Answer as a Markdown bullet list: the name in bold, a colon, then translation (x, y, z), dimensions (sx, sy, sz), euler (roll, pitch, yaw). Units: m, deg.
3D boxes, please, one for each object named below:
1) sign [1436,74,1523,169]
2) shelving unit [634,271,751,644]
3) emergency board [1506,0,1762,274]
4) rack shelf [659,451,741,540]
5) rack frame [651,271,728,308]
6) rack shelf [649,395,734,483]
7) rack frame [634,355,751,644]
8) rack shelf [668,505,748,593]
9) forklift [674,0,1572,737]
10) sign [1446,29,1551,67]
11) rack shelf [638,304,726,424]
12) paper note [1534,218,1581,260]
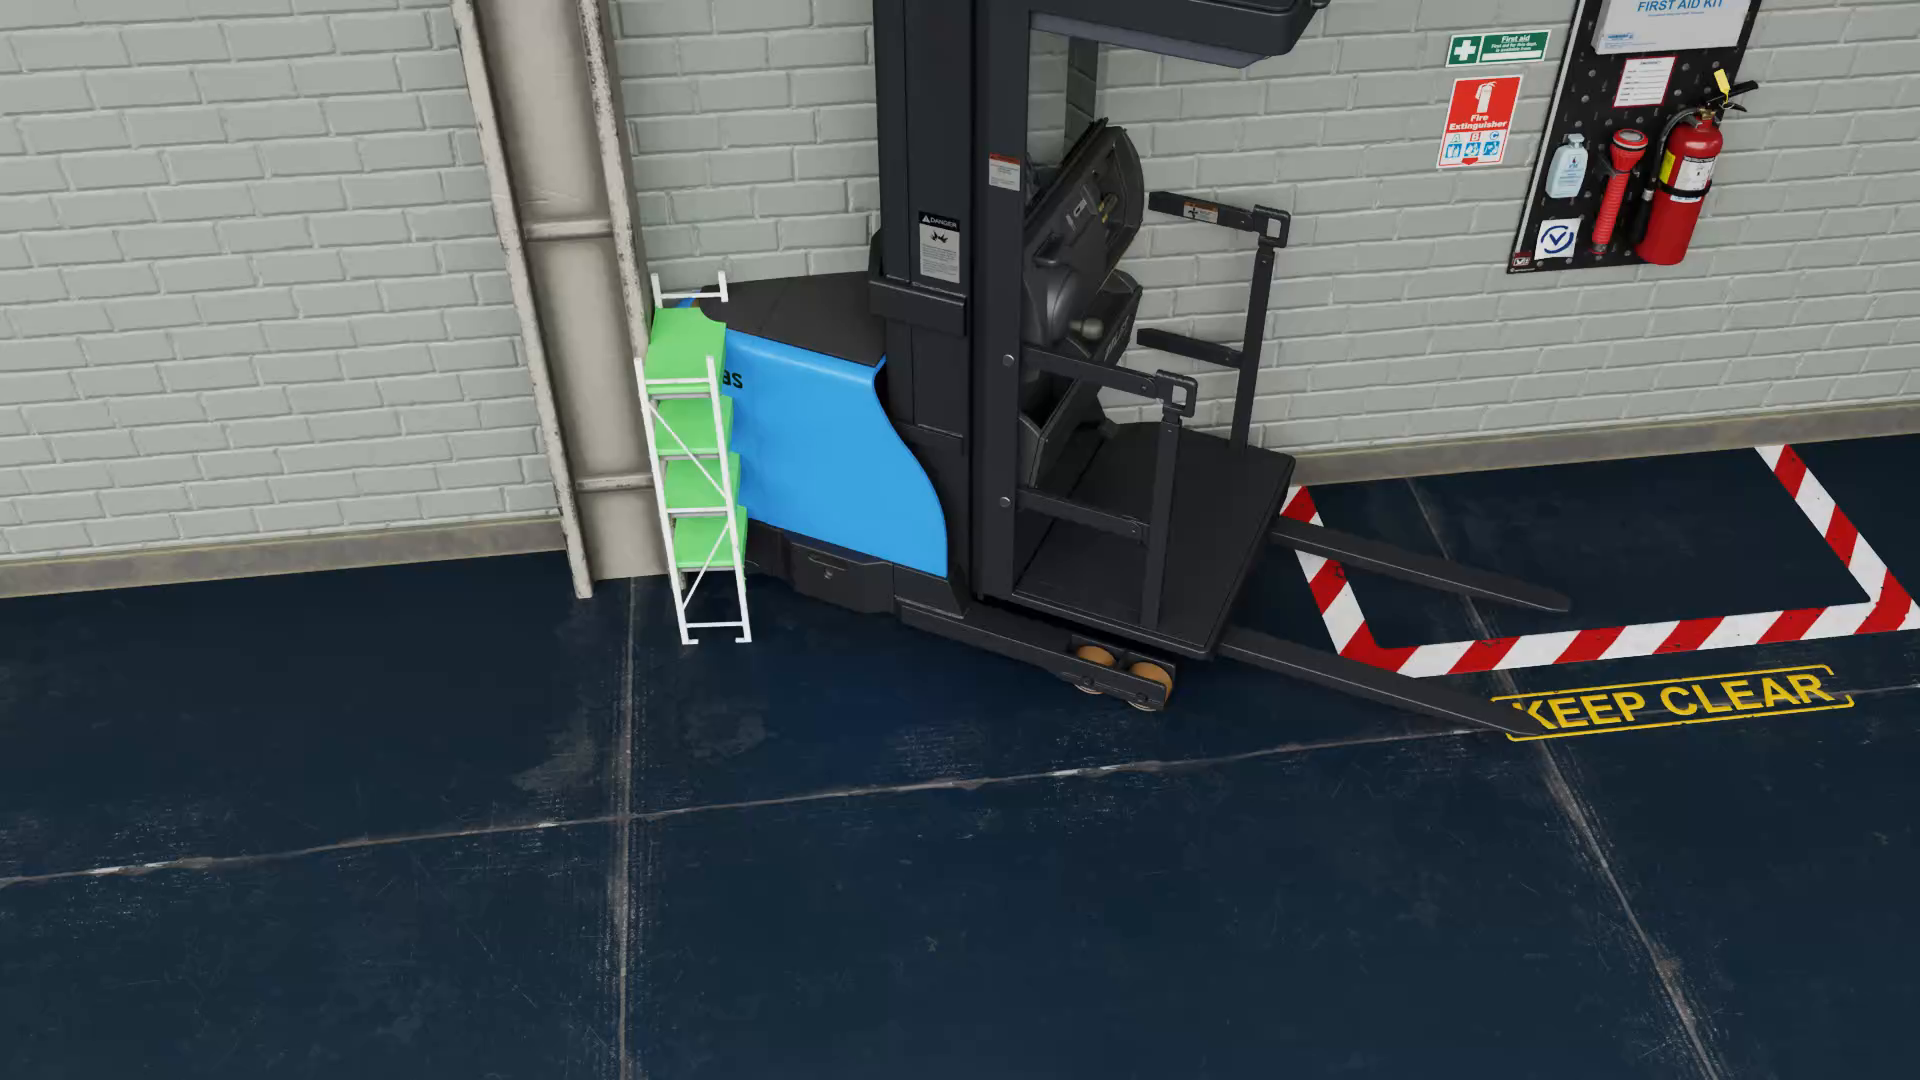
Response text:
- **sign**: translation (1.722, -1.388, 5.522), dimensions (0.234, 0.329, 0.001), euler (-5, 42, -6)
- **shelving unit**: translation (-0.871, -0.257, 5.638), dimensions (0.258, 1.200, 0.503), euler (-2, 41, -1)
- **emergency board**: translation (2.284, -1.354, 5.511), dimensions (0.643, 1.169, 0.194), euler (-5, 42, -6)
- **rack shelf**: translation (-0.870, -0.208, 5.679), dimensions (0.258, 0.148, 0.480), euler (-2, 41, -1)
- **rack frame**: translation (-0.880, -0.415, 5.823), dimensions (0.240, 1.200, 0.015), euler (-2, 41, -1)
- **rack shelf**: translation (-0.874, -0.390, 5.523), dimensions (0.258, 0.148, 0.480), euler (-2, 41, -1)
- **rack frame**: translation (-0.862, -0.098, 5.452), dimensions (0.240, 1.200, 0.015), euler (-2, 41, -1)
- **rack shelf**: translation (-0.867, -0.026, 5.835), dimensions (0.258, 0.148, 0.480), euler (-2, 41, -1)
- **forklift**: translation (0.573, -0.920, 5.081), dimensions (3.031, 2.935, 1.130), euler (16, 45, 17)
- **sign**: translation (1.728, -1.579, 5.339), dimensions (0.331, 0.109, 0.001), euler (-5, 42, -6)
- **rack shelf**: translation (-0.877, -0.573, 5.367), dimensions (0.258, 0.148, 0.480), euler (-2, 41, -1)
- **paper note**: translation (2.100, -1.057, 5.840), dimensions (0.142, 0.148, 0.016), euler (-5, 42, -6)
